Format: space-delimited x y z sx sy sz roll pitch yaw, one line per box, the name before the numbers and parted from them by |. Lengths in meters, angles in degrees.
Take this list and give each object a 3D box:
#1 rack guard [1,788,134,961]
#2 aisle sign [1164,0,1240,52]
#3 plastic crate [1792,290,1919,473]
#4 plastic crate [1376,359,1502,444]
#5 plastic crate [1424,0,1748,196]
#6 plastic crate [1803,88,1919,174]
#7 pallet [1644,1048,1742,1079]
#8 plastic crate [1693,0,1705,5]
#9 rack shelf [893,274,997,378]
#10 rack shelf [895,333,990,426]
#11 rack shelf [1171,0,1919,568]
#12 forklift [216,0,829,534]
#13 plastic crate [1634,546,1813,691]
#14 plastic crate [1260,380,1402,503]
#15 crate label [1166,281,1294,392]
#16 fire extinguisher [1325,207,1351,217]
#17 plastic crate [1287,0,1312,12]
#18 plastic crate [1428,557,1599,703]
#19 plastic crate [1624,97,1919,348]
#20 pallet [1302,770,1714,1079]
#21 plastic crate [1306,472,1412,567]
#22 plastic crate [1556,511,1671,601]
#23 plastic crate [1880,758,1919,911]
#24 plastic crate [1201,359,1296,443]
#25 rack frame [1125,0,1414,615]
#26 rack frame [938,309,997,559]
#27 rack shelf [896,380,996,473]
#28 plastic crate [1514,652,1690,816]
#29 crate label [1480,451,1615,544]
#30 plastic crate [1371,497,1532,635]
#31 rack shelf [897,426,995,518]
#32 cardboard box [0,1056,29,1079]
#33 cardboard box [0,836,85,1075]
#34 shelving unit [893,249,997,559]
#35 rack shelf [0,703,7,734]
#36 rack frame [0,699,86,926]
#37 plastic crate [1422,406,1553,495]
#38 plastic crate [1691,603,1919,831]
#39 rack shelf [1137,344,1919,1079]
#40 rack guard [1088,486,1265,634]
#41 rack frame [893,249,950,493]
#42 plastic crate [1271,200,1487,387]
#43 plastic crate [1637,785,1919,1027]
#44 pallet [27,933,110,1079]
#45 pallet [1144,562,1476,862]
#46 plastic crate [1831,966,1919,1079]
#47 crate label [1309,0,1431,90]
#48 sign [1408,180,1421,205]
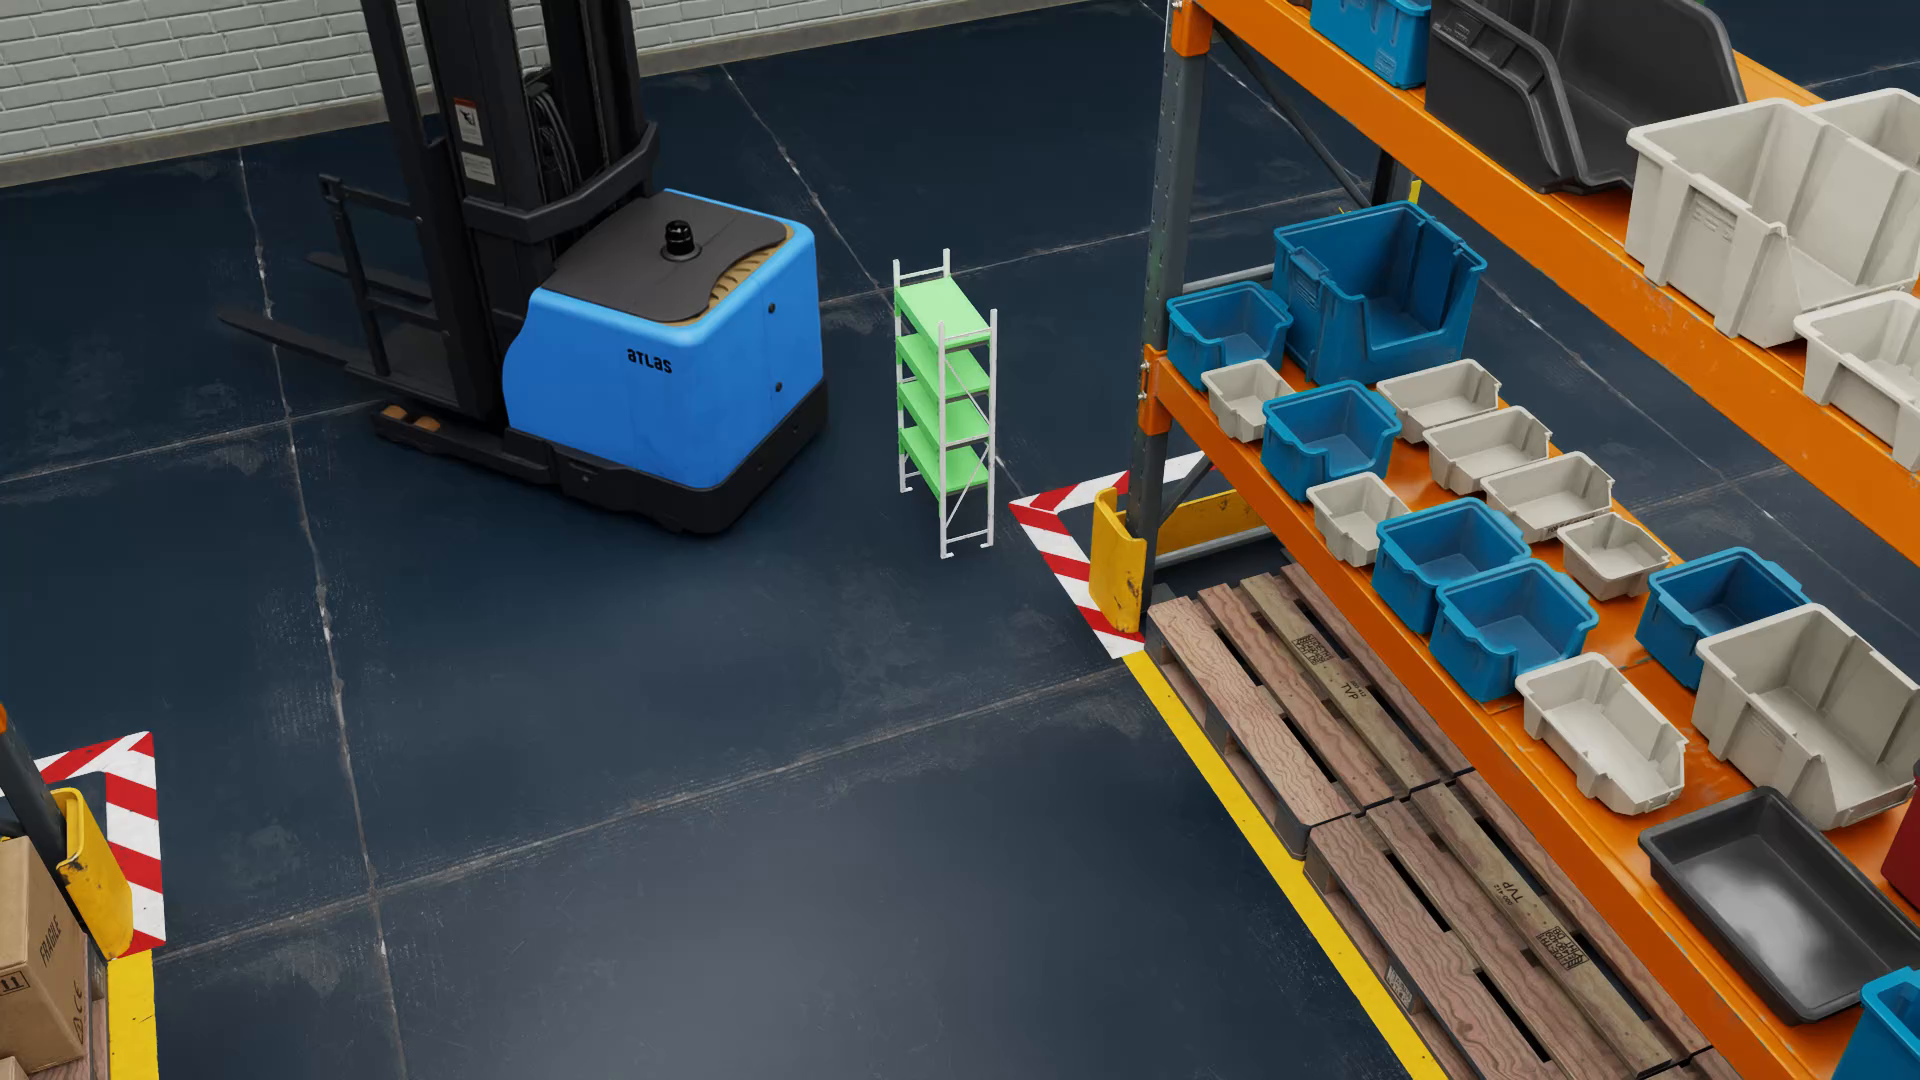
rack guard | -3.401 1.249 5.415 1.175 0.500 0.348 -15 43 -17
aisle sign | 0.845 -1.933 5.204 0.394 0.787 0.004 -15 43 -17
plastic crate | 1.840 -0.277 3.174 0.293 0.136 0.466 -15 43 -17
plastic crate | 1.627 -0.455 5.635 0.396 0.136 0.243 -15 43 -17
plastic crate | 1.478 -1.103 3.980 0.504 0.338 0.767 -15 43 -17
plastic crate | 2.167 -0.833 3.820 0.437 0.136 0.530 -15 43 -17
pallet | 2.361 2.055 4.698 1.003 0.211 1.213 -15 43 -17
plastic crate | 1.789 -1.513 4.570 0.450 0.188 0.336 -15 43 -17
rack shelf | -0.063 -0.870 6.703 0.258 0.148 0.480 -15 43 -17
rack shelf | -0.063 -0.688 6.860 0.258 0.148 0.480 -15 43 -17
rack shelf | 1.913 -0.638 3.943 1.077 0.370 4.000 -15 43 -17
forklift | -2.167 -1.805 7.101 3.031 2.935 1.130 18 44 20
plastic crate | 2.170 0.235 4.758 0.416 0.233 0.300 -15 43 -17
plastic crate | 1.190 -0.310 5.393 0.416 0.233 0.300 -15 43 -17
crate label | 0.938 -0.707 5.854 0.416 0.233 0.303 -15 43 -17
fire extinguisher | 1.510 -1.012 6.472 0.296 0.674 0.183 -15 43 -17
plastic crate | 1.037 -1.765 4.801 0.497 0.269 0.590 -15 43 -17
plastic crate | 1.556 0.267 4.721 0.416 0.233 0.300 -15 43 -17
plastic crate | 1.710 -0.659 3.506 0.437 0.282 0.530 -15 43 -17
pallet | 1.890 1.319 5.554 1.003 0.211 1.213 -15 43 -17
plastic crate | 1.244 -0.048 5.161 0.250 0.136 0.298 -15 43 -17
plastic crate | 1.984 0.058 5.038 0.298 0.136 0.250 -15 43 -17
plastic crate | 2.568 0.784 3.943 0.402 0.464 0.583 -15 43 -17
plastic crate | 0.984 -0.456 5.636 0.250 0.136 0.298 -15 43 -17
rack frame | 1.147 -0.978 6.087 1.000 3.000 0.127 -15 43 -17
rack frame | 0.030 -0.408 6.804 0.240 1.200 0.015 -15 43 -17
rack shelf | -0.063 -0.506 7.016 0.258 0.148 0.480 -15 43 -17
plastic crate | 1.734 0.534 4.484 0.293 0.136 0.466 -15 43 -17
crate label | 1.853 -0.115 5.240 0.396 0.136 0.243 -15 43 -17
plastic crate | 1.441 0.086 4.931 0.416 0.233 0.300 -15 43 -17
rack shelf | -0.063 -0.324 7.173 0.258 0.148 0.480 -15 43 -17
cardboard box | -2.923 1.695 4.814 0.380 0.166 0.250 -15 43 -17
cardboard box | -2.995 1.302 5.015 0.500 0.500 0.500 -15 43 -17
shelving unit | -0.063 -0.555 6.975 0.258 1.200 0.503 -15 43 -17
rack shelf | -2.665 1.733 3.486 1.077 0.370 4.000 -15 43 -17
rack frame | -3.430 0.255 4.653 1.000 3.000 0.127 -15 43 -17
plastic crate | 1.724 -0.277 5.428 0.396 0.136 0.243 -15 43 -17
plastic crate | 2.264 0.487 4.427 0.437 0.282 0.530 -15 43 -17
rack shelf | 1.913 0.499 4.921 1.077 0.370 4.000 -15 43 -17
rack guard | 1.126 -0.042 6.915 1.175 0.500 0.348 -15 43 -17
rack frame | -0.157 -0.702 7.146 0.240 1.200 0.015 -15 43 -17
plastic crate | 1.448 -0.860 5.876 0.616 0.435 0.499 -15 43 -17
plastic crate | 2.001 0.905 4.061 0.437 0.125 0.590 -15 43 -17
pallet | -3.095 1.838 4.951 1.003 0.211 1.213 -15 43 -17
pallet | 1.427 0.585 6.407 1.003 0.211 1.213 -15 43 -17
plastic crate | 2.184 1.218 3.499 0.392 0.384 0.575 -15 43 -17
crate label | 1.202 -1.423 4.418 0.408 0.251 0.502 -15 43 -17
sign | 1.649 -1.187 6.205 0.100 0.325 0.005 -15 43 -17
